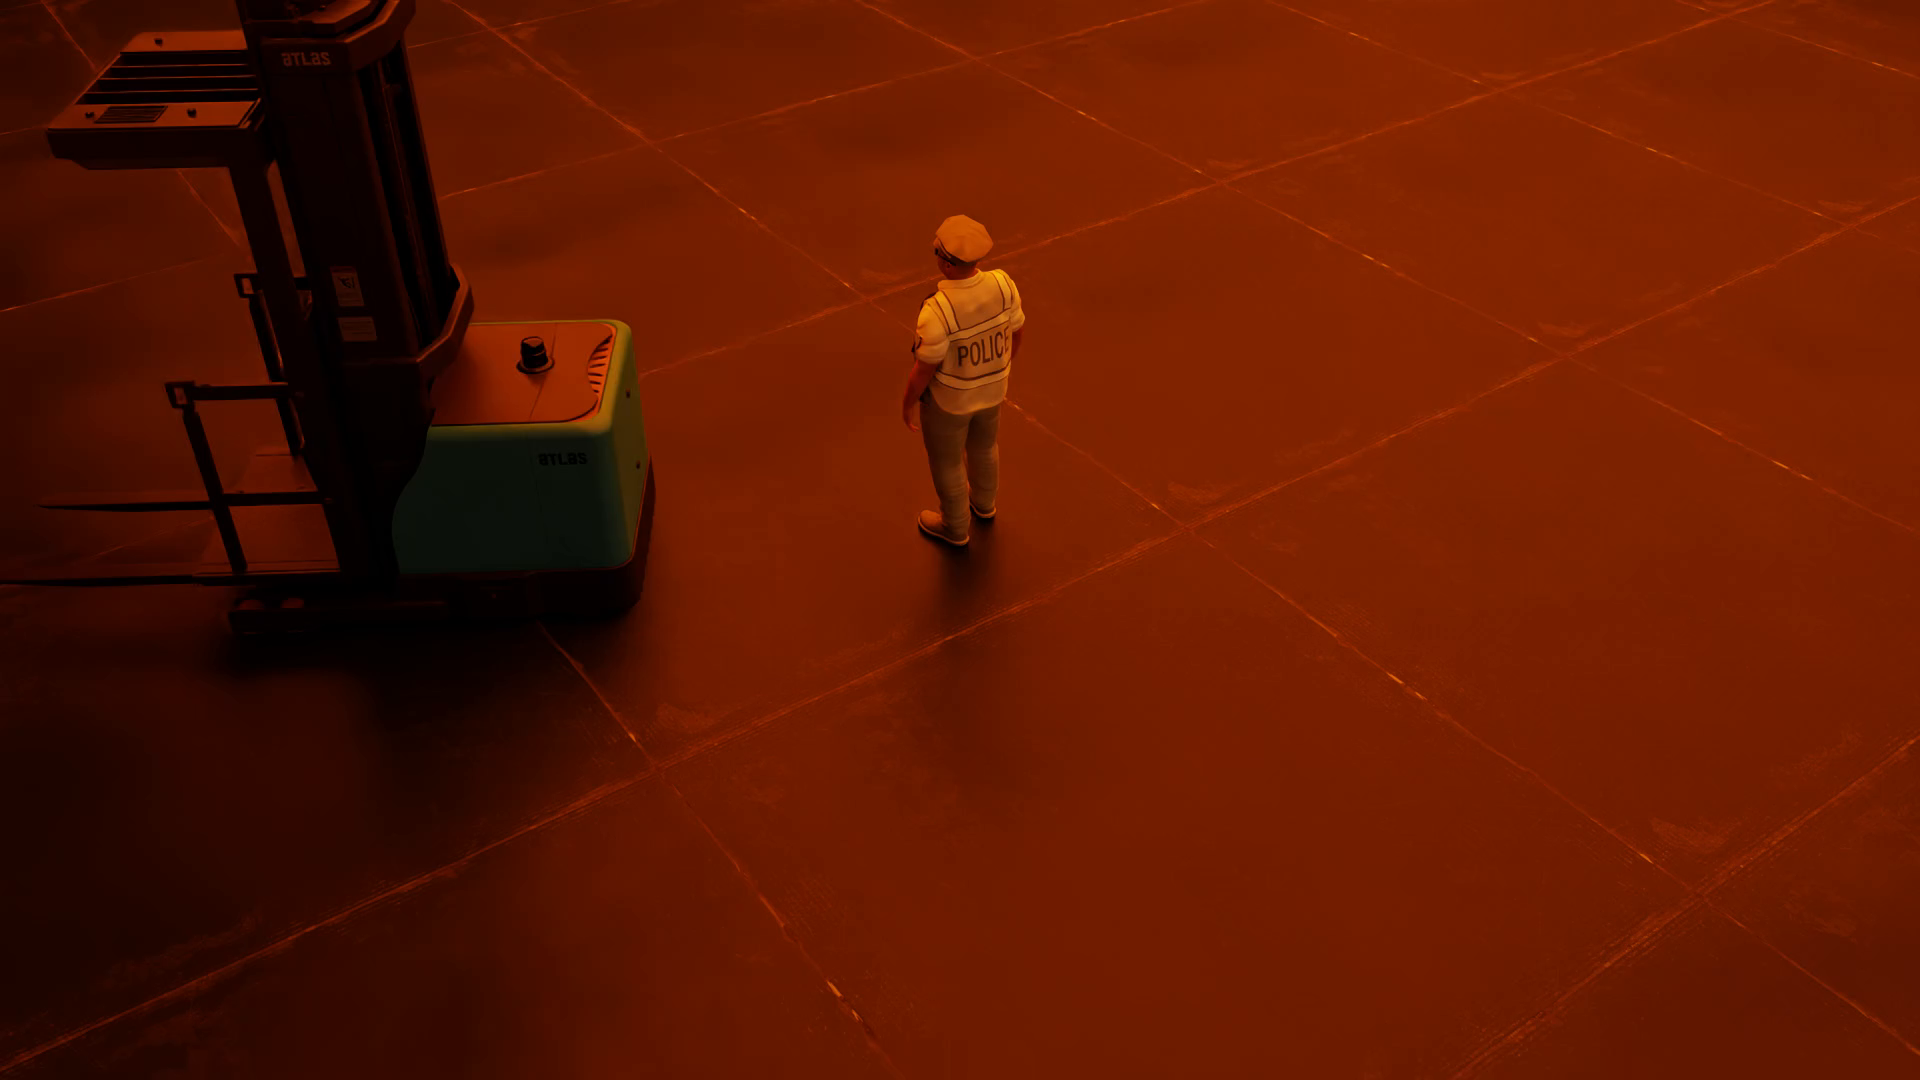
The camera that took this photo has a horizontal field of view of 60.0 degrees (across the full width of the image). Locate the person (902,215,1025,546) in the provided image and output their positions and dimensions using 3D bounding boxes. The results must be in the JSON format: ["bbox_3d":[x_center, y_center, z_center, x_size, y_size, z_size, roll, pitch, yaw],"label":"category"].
[{"bbox_3d":[-0.035,-0.764,7.932,0.640,1.781,0.575,-23,42,-28],"label":"person"}]

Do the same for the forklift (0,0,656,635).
[{"bbox_3d":[-3.064,-1.059,7.377,3.031,2.935,1.130,-2,37,-3],"label":"forklift"}]
